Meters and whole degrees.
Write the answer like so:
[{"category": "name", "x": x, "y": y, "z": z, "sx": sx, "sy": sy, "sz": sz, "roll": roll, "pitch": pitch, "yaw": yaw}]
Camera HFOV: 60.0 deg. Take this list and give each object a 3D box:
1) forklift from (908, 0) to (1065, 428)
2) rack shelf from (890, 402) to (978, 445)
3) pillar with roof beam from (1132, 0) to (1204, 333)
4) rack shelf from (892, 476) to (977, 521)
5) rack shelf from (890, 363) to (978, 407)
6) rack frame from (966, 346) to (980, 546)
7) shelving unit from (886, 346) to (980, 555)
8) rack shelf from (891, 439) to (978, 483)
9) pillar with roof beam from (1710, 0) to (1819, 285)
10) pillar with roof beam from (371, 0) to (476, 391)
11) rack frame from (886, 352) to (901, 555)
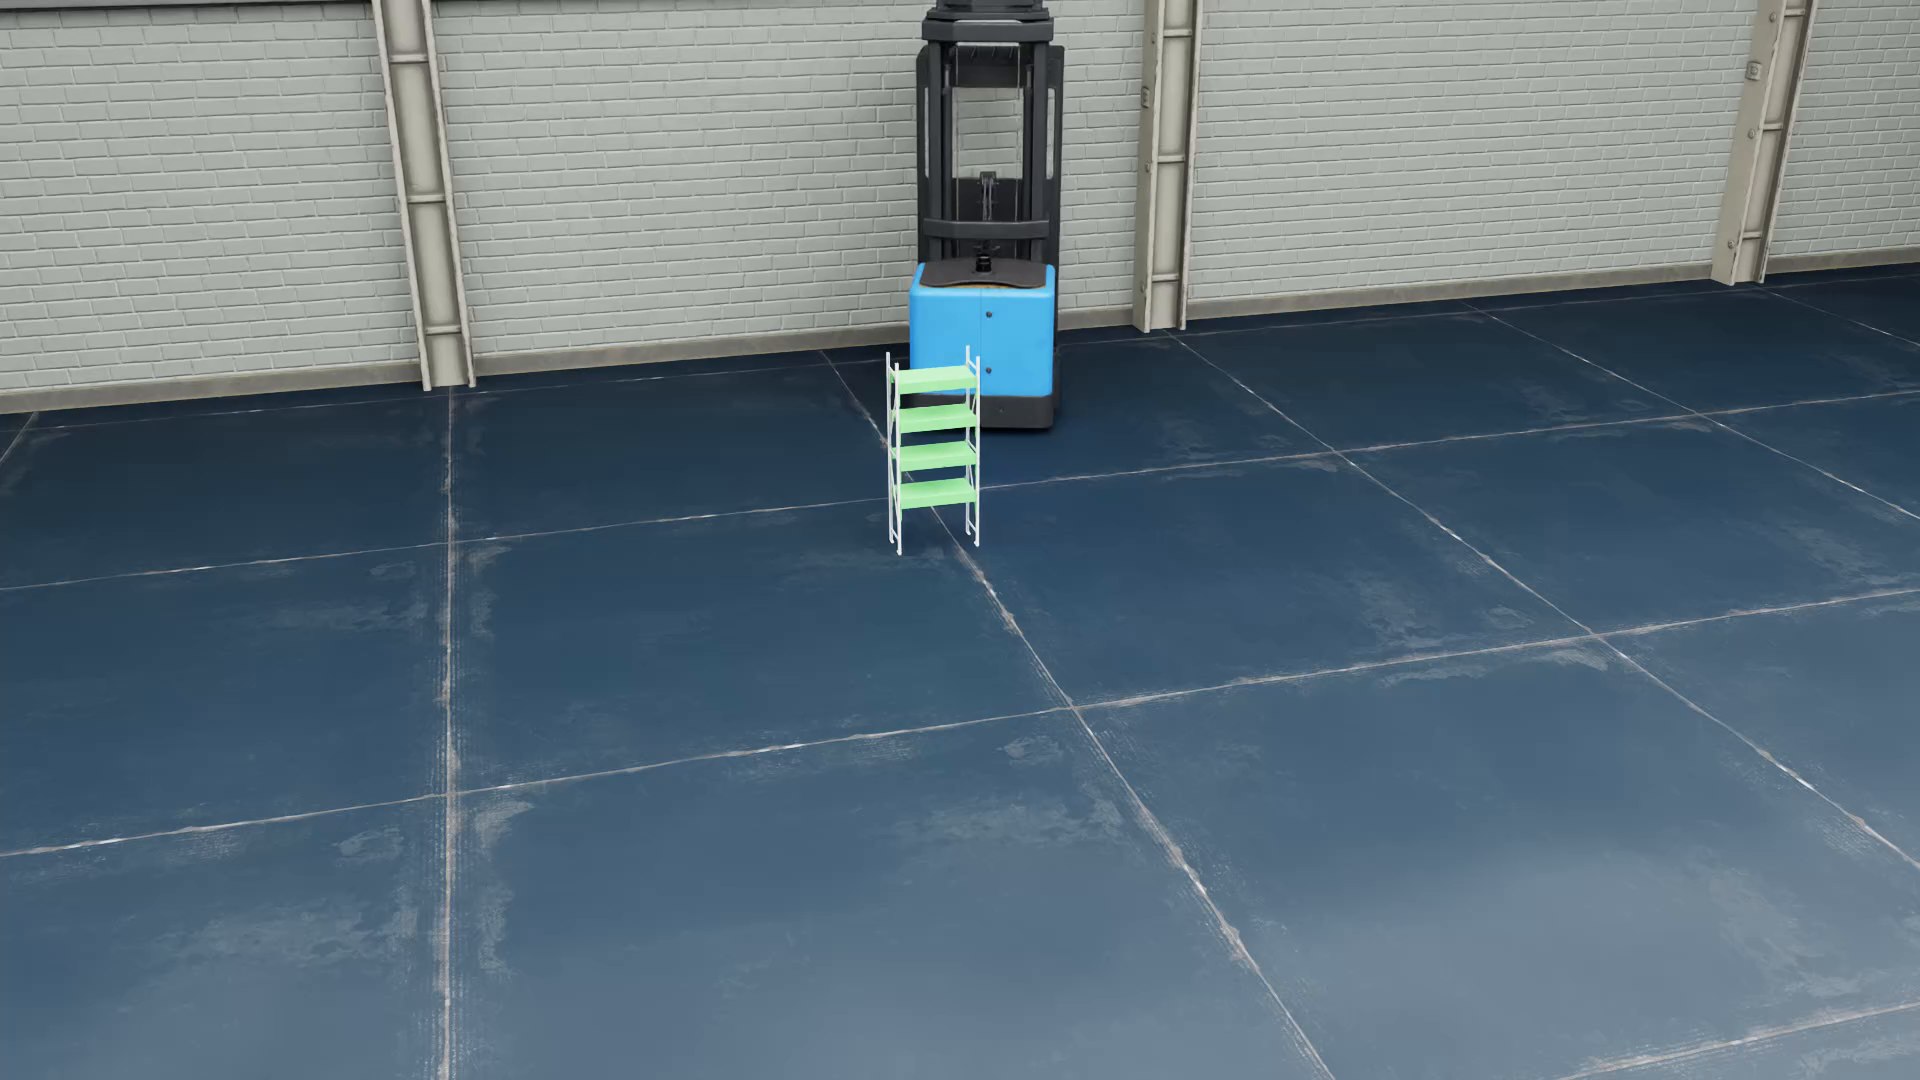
[{"category": "forklift", "x": 0.234, "y": -2.687, "z": 12.794, "sx": 1.130, "sy": 2.935, "sz": 3.031, "roll": 1, "pitch": 23, "yaw": 3}, {"category": "rack shelf", "x": -0.159, "y": -0.696, "z": 9.903, "sx": 0.480, "sy": 0.148, "sz": 0.258, "roll": -6, "pitch": 24, "yaw": -14}, {"category": "pillar with roof beam", "x": 2.909, "y": -4.381, "z": 9.049, "sx": 0.400, "sy": 9.000, "sz": 9.100, "roll": -6, "pitch": 24, "yaw": -14}, {"category": "rack shelf", "x": -0.159, "y": -0.254, "z": 10.092, "sx": 0.480, "sy": 0.148, "sz": 0.258, "roll": -6, "pitch": 24, "yaw": -14}, {"category": "rack shelf", "x": -0.159, "y": -0.916, "z": 9.808, "sx": 0.480, "sy": 0.148, "sz": 0.258, "roll": -6, "pitch": 24, "yaw": -14}, {"category": "rack frame", "x": 0.076, "y": -0.560, "z": 10.033, "sx": 0.015, "sy": 1.200, "sz": 0.240, "roll": -6, "pitch": 24, "yaw": -14}, {"category": "shelving unit", "x": -0.159, "y": -0.534, "z": 9.972, "sx": 0.503, "sy": 1.200, "sz": 0.258, "roll": -6, "pitch": 24, "yaw": -14}, {"category": "rack shelf", "x": -0.159, "y": -0.475, "z": 9.997, "sx": 0.480, "sy": 0.148, "sz": 0.258, "roll": -6, "pitch": 24, "yaw": -14}, {"category": "pillar with roof beam", "x": 8.686, "y": -5.020, "z": 10.538, "sx": 0.400, "sy": 9.000, "sz": 9.100, "roll": -6, "pitch": 24, "yaw": -14}, {"category": "pillar with roof beam", "x": -2.868, "y": -3.742, "z": 7.559, "sx": 0.400, "sy": 9.000, "sz": 9.100, "roll": -6, "pitch": 24, "yaw": -14}, {"category": "rack frame", "x": -0.394, "y": -0.508, "z": 9.912, "sx": 0.015, "sy": 1.200, "sz": 0.240, "roll": -6, "pitch": 24, "yaw": -14}]
